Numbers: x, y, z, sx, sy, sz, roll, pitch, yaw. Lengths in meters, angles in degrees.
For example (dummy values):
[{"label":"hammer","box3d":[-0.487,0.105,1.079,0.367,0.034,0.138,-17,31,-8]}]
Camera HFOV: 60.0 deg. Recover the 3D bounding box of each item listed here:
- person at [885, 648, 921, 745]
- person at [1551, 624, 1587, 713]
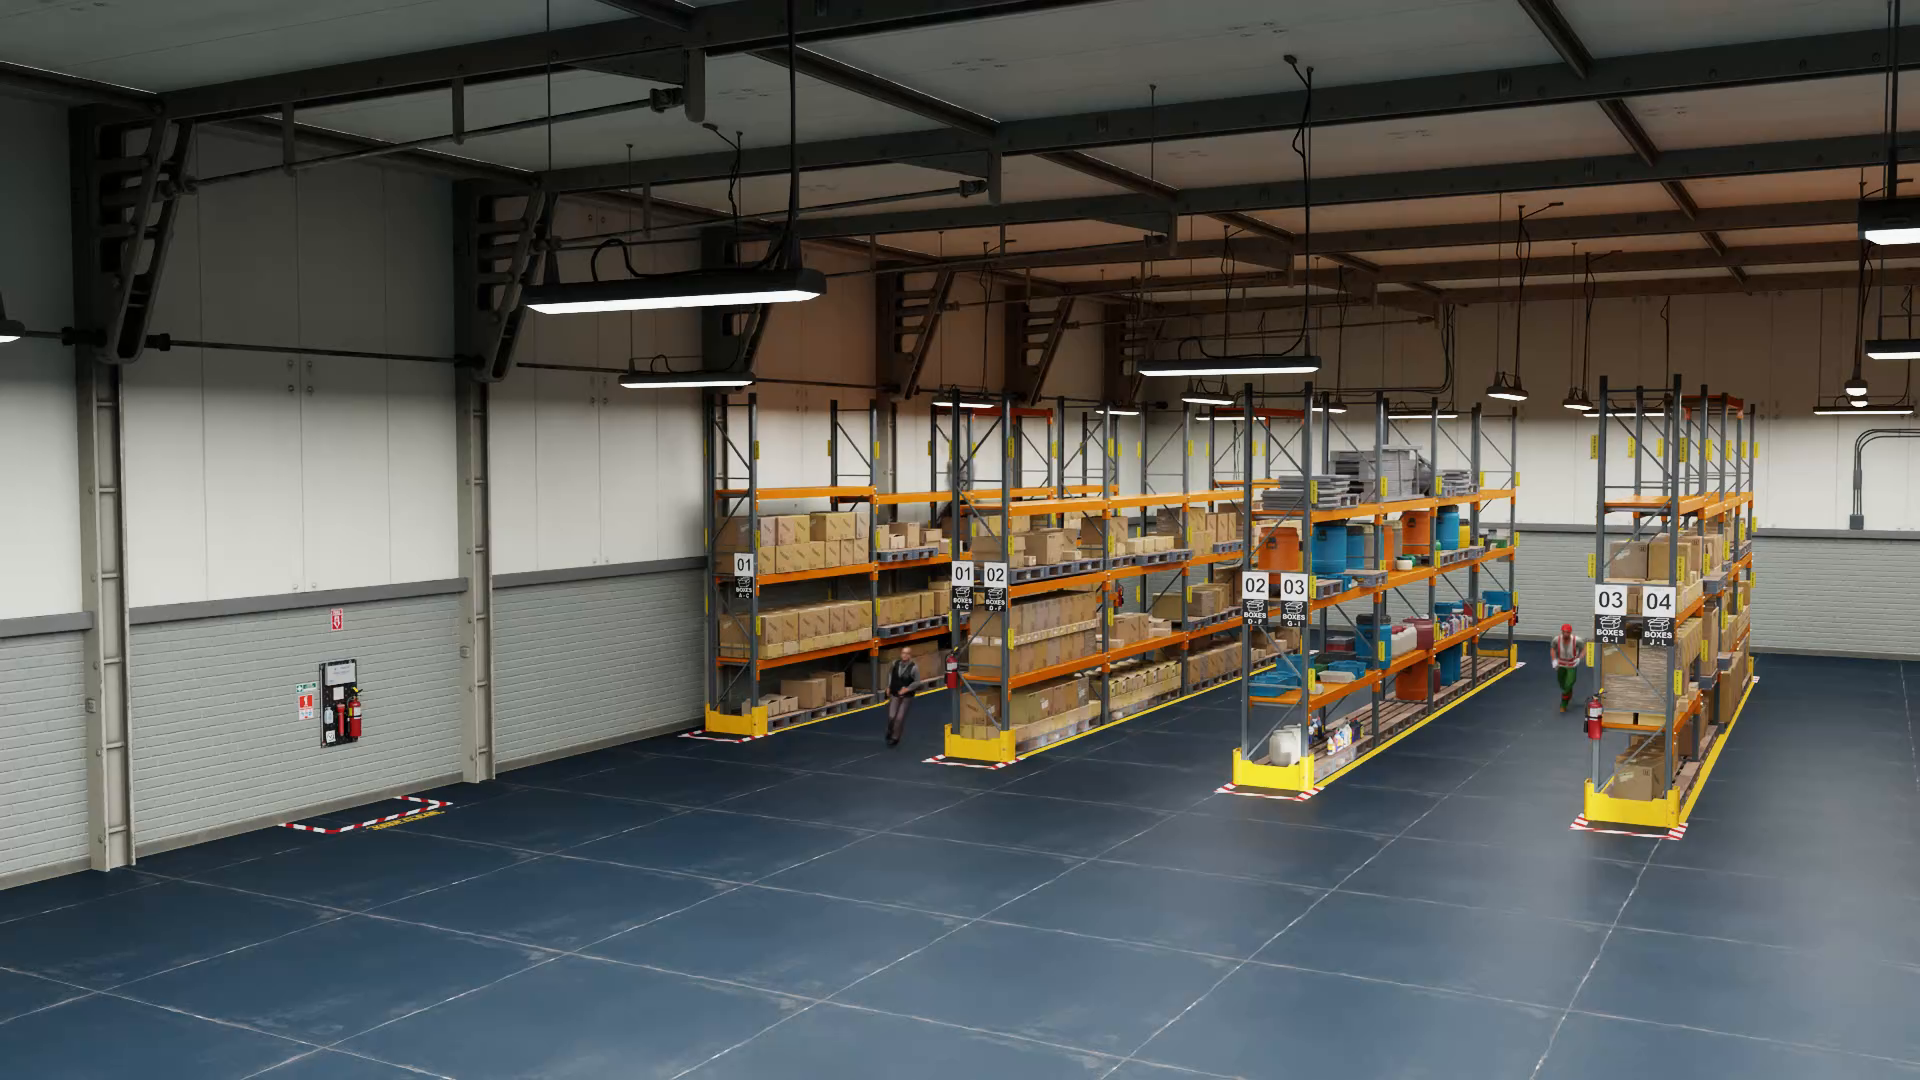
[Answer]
[{"label":"person","box3d":[-0.977,2.650,28.092,0.646,1.676,0.564,1,3,10]},{"label":"person","box3d":[11.681,2.443,31.917,0.660,1.723,0.923,1,3,25]}]
